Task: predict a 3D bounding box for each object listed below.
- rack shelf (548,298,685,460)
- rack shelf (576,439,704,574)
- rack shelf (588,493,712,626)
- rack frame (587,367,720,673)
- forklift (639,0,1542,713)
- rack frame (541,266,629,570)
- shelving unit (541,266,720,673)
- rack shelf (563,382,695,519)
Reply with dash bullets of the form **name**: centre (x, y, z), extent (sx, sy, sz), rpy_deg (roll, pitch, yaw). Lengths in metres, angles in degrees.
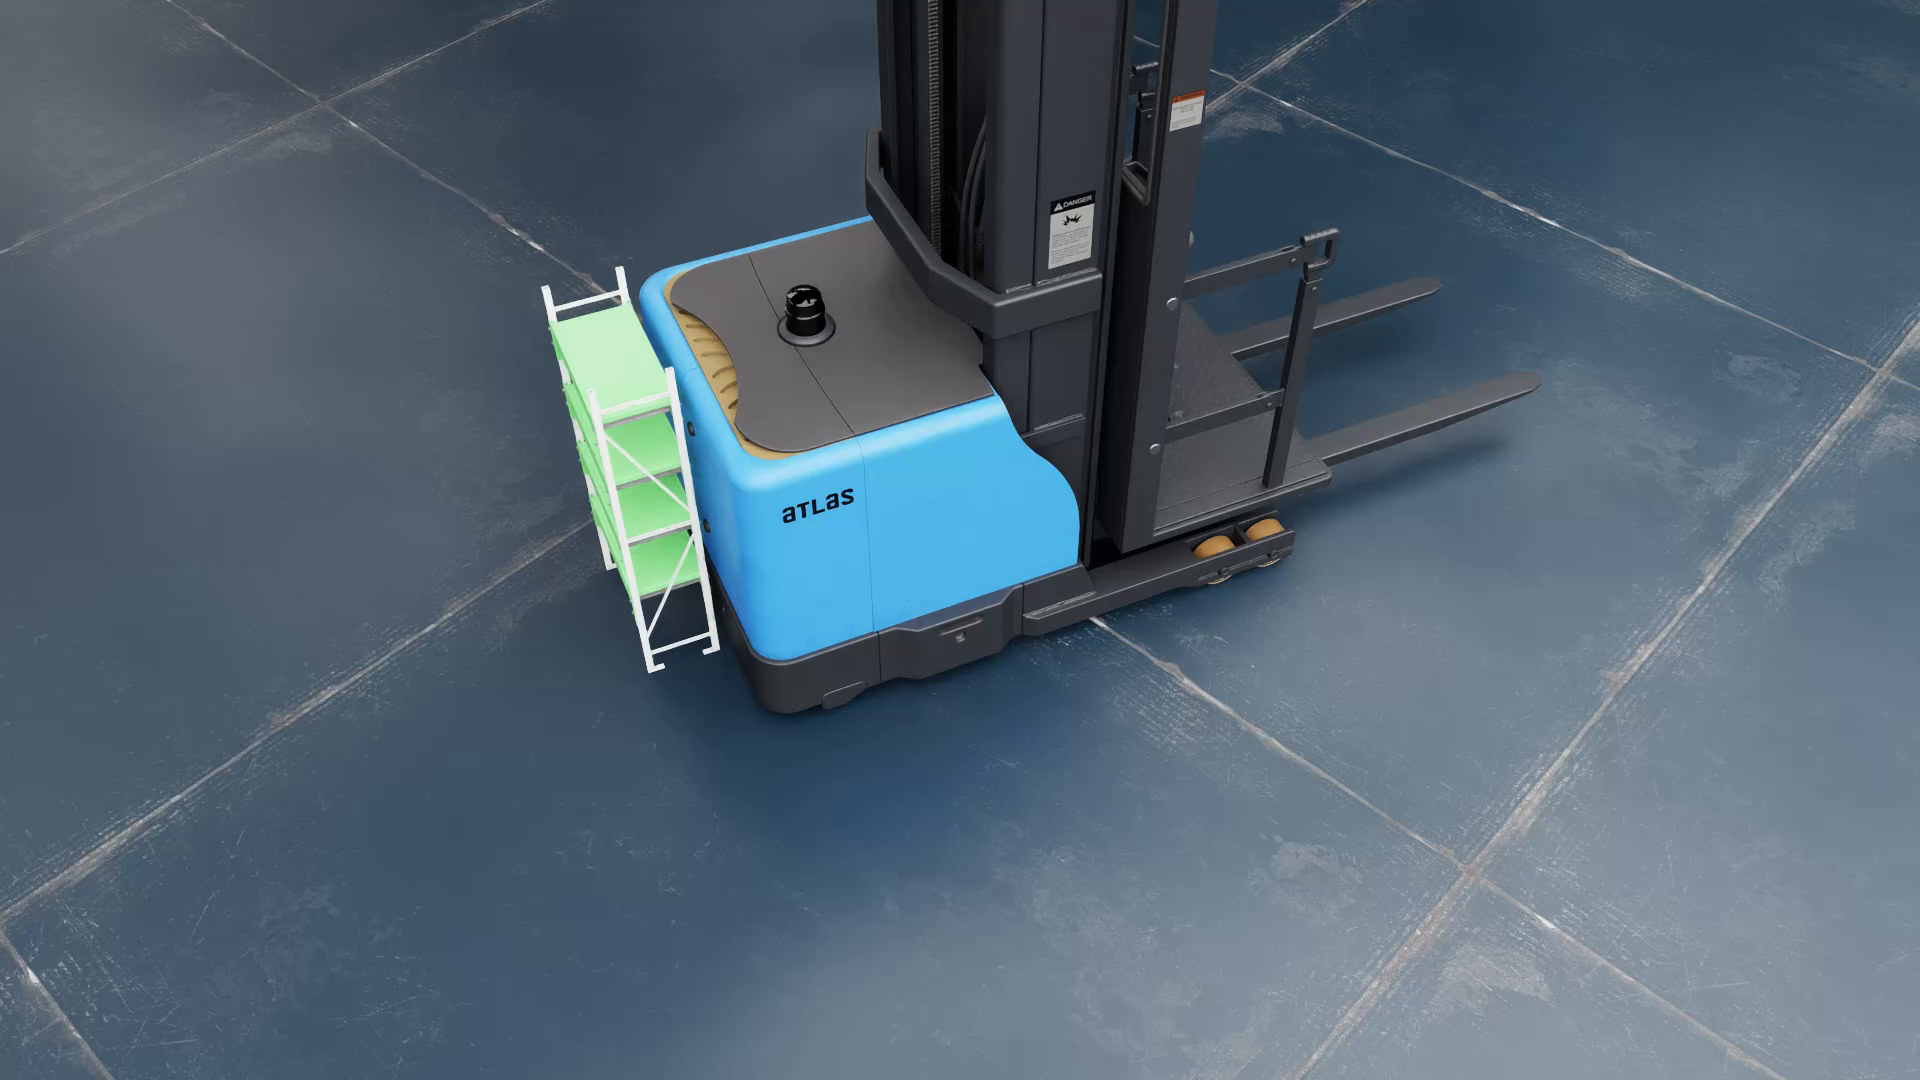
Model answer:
- **rack shelf**: centre (-0.993, -0.470, 4.798), extent (0.258, 0.148, 0.480), rpy_deg (-18, 49, -16)
- **rack shelf**: centre (-0.993, -0.142, 5.148), extent (0.258, 0.148, 0.480), rpy_deg (-18, 49, -16)
- **rack shelf**: centre (-0.993, 0.022, 5.323), extent (0.258, 0.148, 0.480), rpy_deg (-18, 49, -16)
- **rack frame**: centre (-0.894, -0.023, 4.949), extent (0.240, 1.200, 0.015), rpy_deg (-18, 49, -16)
- **forklift**: centre (0.576, -1.190, 4.857), extent (3.031, 2.935, 1.130), rpy_deg (-18, 49, -16)
- **rack frame**: centre (-1.093, -0.348, 5.254), extent (0.240, 1.200, 0.015), rpy_deg (-18, 49, -16)
- **shelving unit**: centre (-0.993, -0.186, 5.101), extent (0.258, 1.200, 0.503), rpy_deg (-18, 49, -16)
- **rack shelf**: centre (-0.993, -0.306, 4.973), extent (0.258, 0.148, 0.480), rpy_deg (-18, 49, -16)
